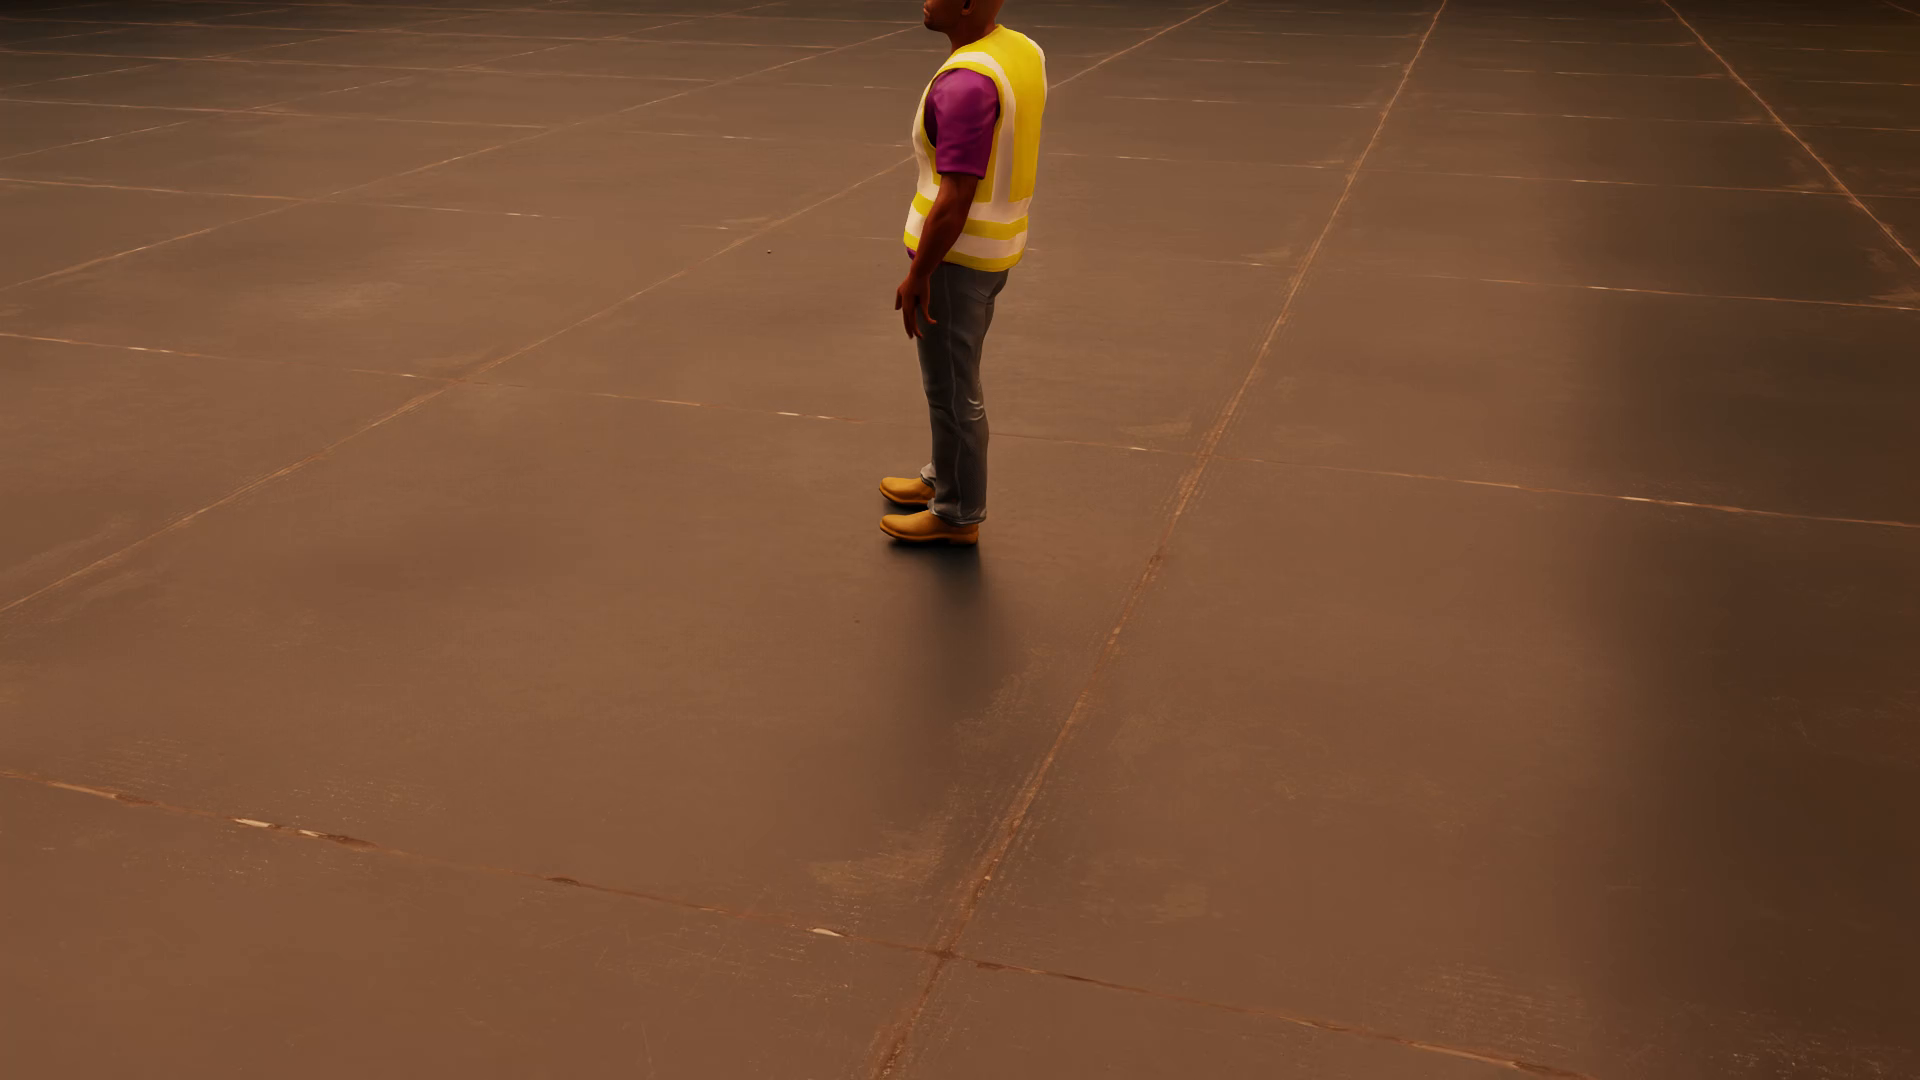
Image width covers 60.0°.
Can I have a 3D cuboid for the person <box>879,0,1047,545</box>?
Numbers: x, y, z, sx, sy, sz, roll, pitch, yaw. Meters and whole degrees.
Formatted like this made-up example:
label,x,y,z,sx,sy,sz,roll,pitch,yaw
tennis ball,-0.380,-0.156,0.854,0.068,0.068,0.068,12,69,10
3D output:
label,x,y,z,sx,sy,sz,roll,pitch,yaw
person,-0.064,-0.833,4.806,0.577,1.765,0.665,7,23,16
